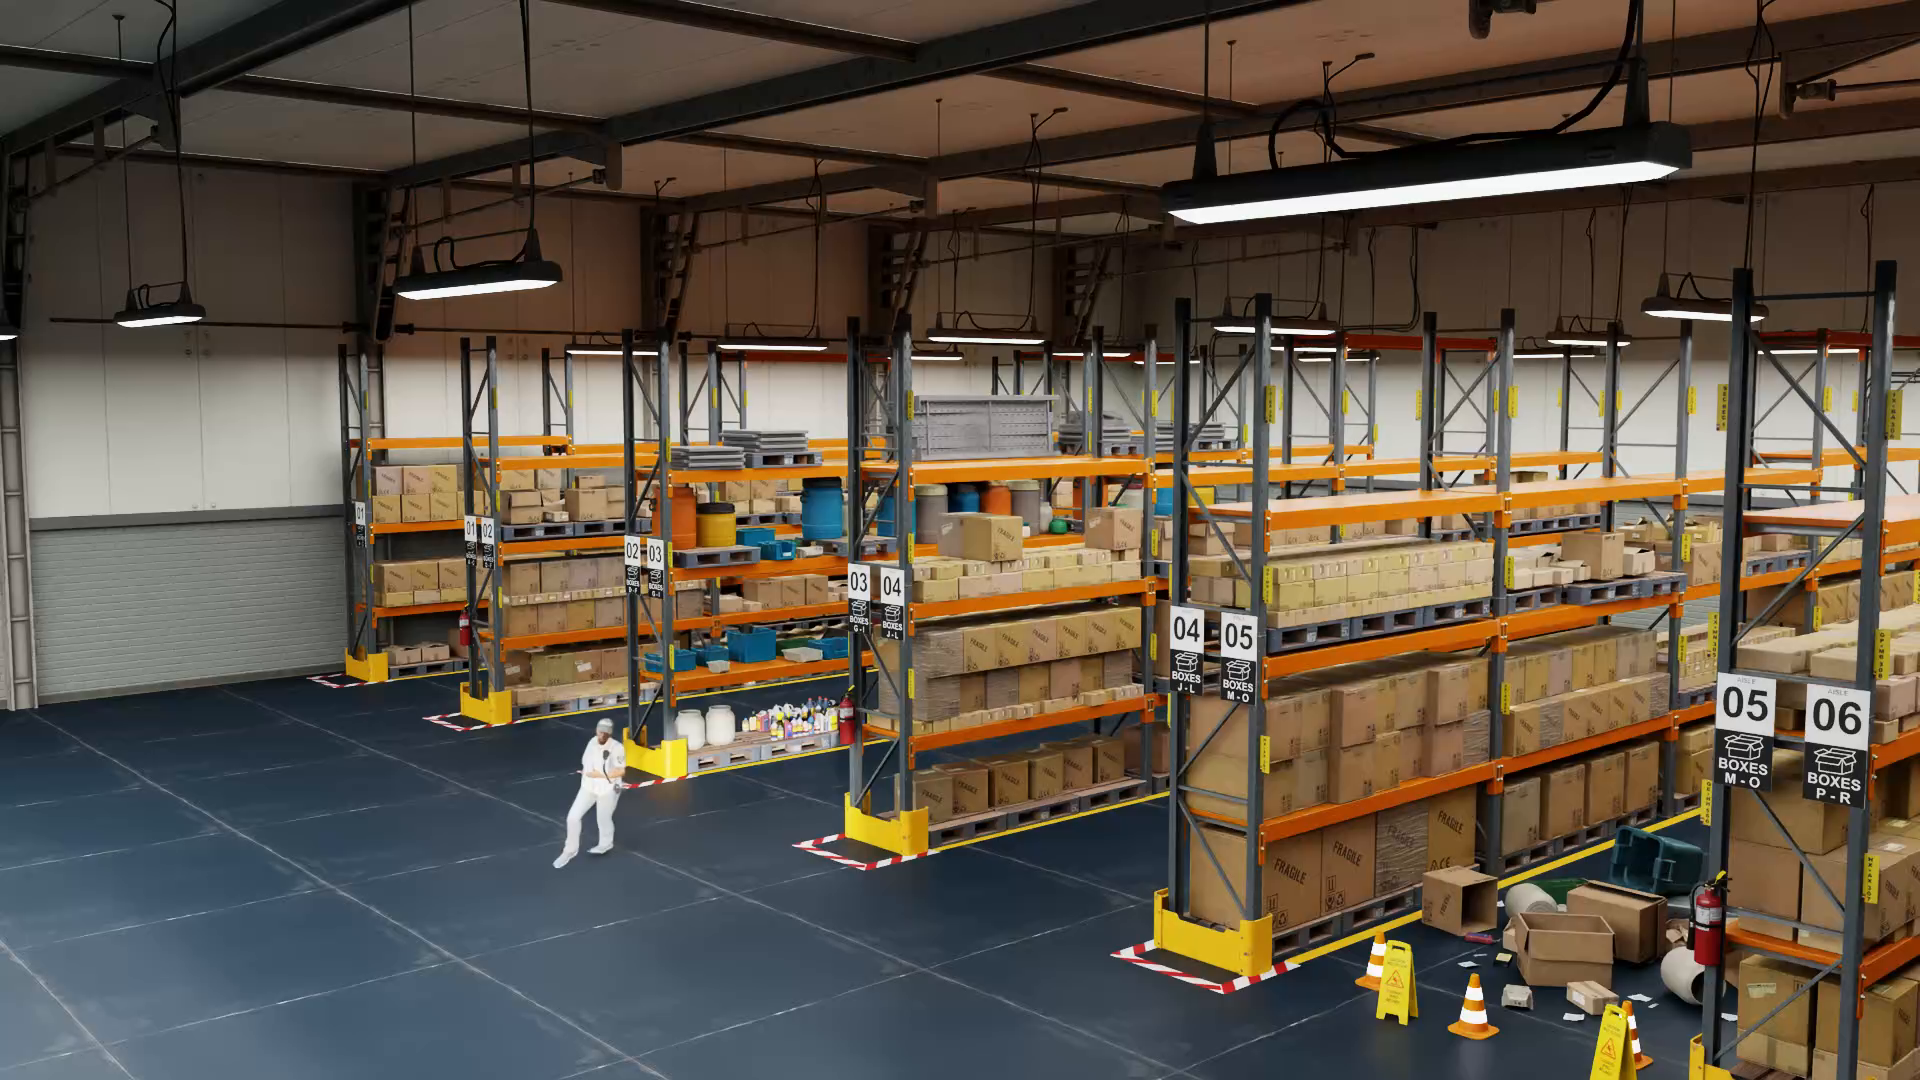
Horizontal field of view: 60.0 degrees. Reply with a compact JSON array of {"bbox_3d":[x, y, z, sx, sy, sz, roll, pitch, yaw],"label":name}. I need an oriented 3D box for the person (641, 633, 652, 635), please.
[{"bbox_3d":[-5.785,1.515,30.995,0.649,1.811,0.833,5,7,43],"label":"person"}]

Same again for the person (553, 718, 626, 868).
[{"bbox_3d":[-3.968,2.728,18.218,0.781,1.630,0.713,1,5,15],"label":"person"}]
